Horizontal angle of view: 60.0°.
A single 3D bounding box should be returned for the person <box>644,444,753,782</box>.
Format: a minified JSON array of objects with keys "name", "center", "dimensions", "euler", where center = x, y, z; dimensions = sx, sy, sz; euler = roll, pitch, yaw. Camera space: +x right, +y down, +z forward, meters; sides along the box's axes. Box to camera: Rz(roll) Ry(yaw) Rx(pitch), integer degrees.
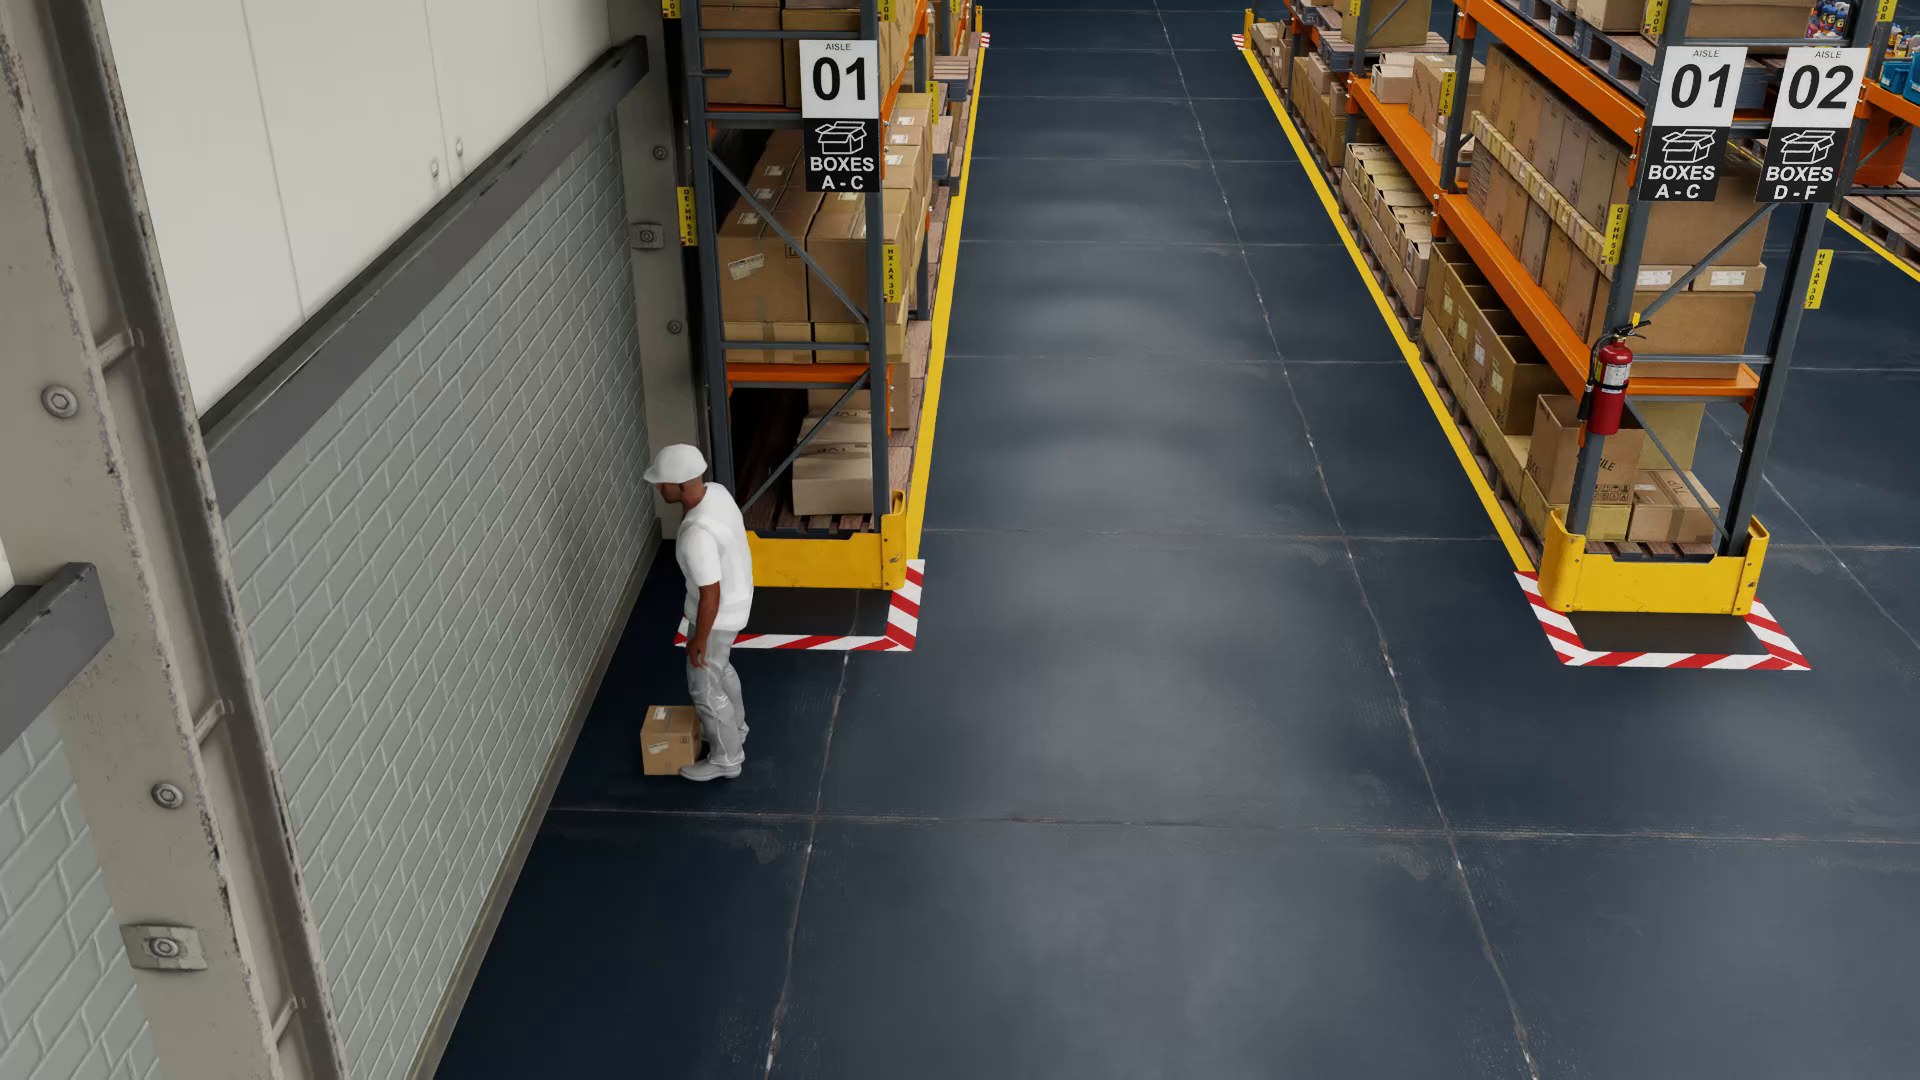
[{"name":"person","center":[-1.216,0.335,7.968],"dimensions":[0.461,1.759,0.621],"euler":[0,28,0]}]
